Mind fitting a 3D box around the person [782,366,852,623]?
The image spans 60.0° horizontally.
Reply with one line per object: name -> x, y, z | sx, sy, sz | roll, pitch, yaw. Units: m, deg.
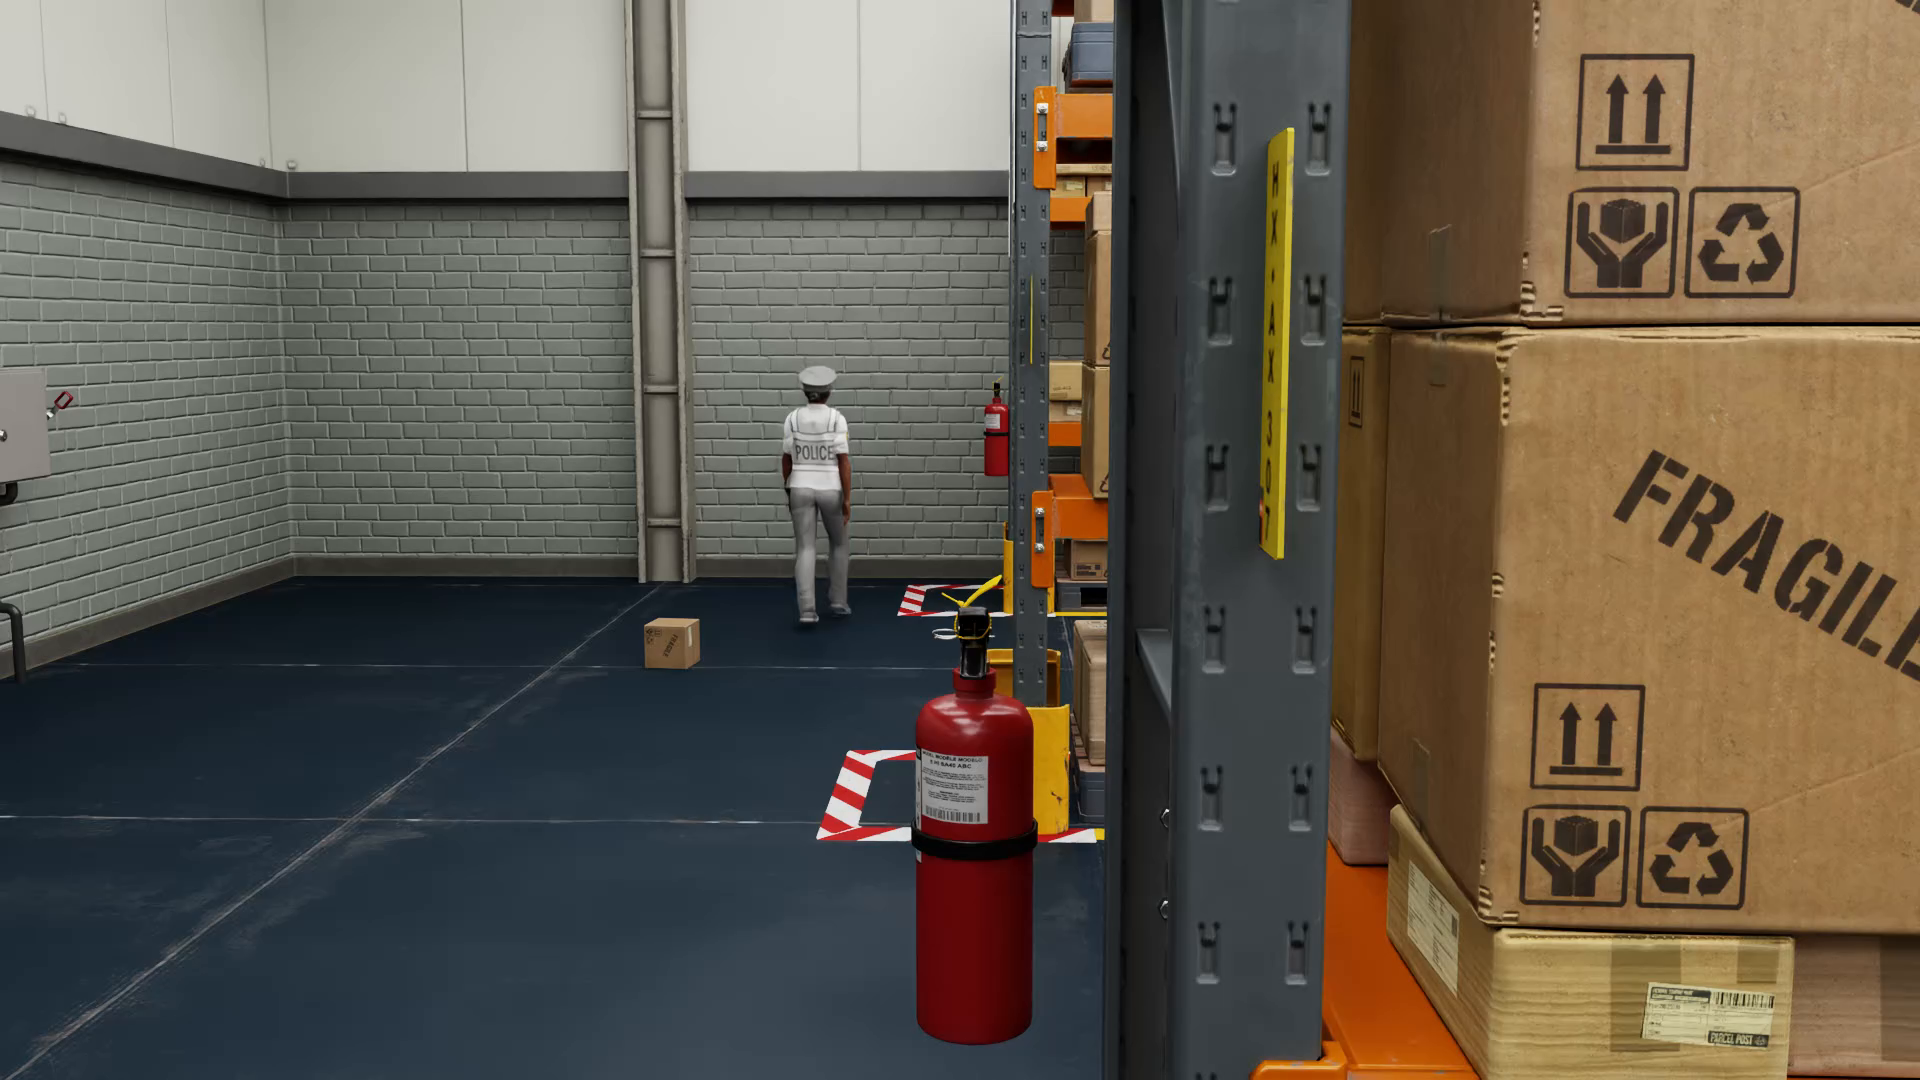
person -> -0.934, -0.282, 10.947 | 0.470, 1.726, 0.781 | 0, 7, 3
